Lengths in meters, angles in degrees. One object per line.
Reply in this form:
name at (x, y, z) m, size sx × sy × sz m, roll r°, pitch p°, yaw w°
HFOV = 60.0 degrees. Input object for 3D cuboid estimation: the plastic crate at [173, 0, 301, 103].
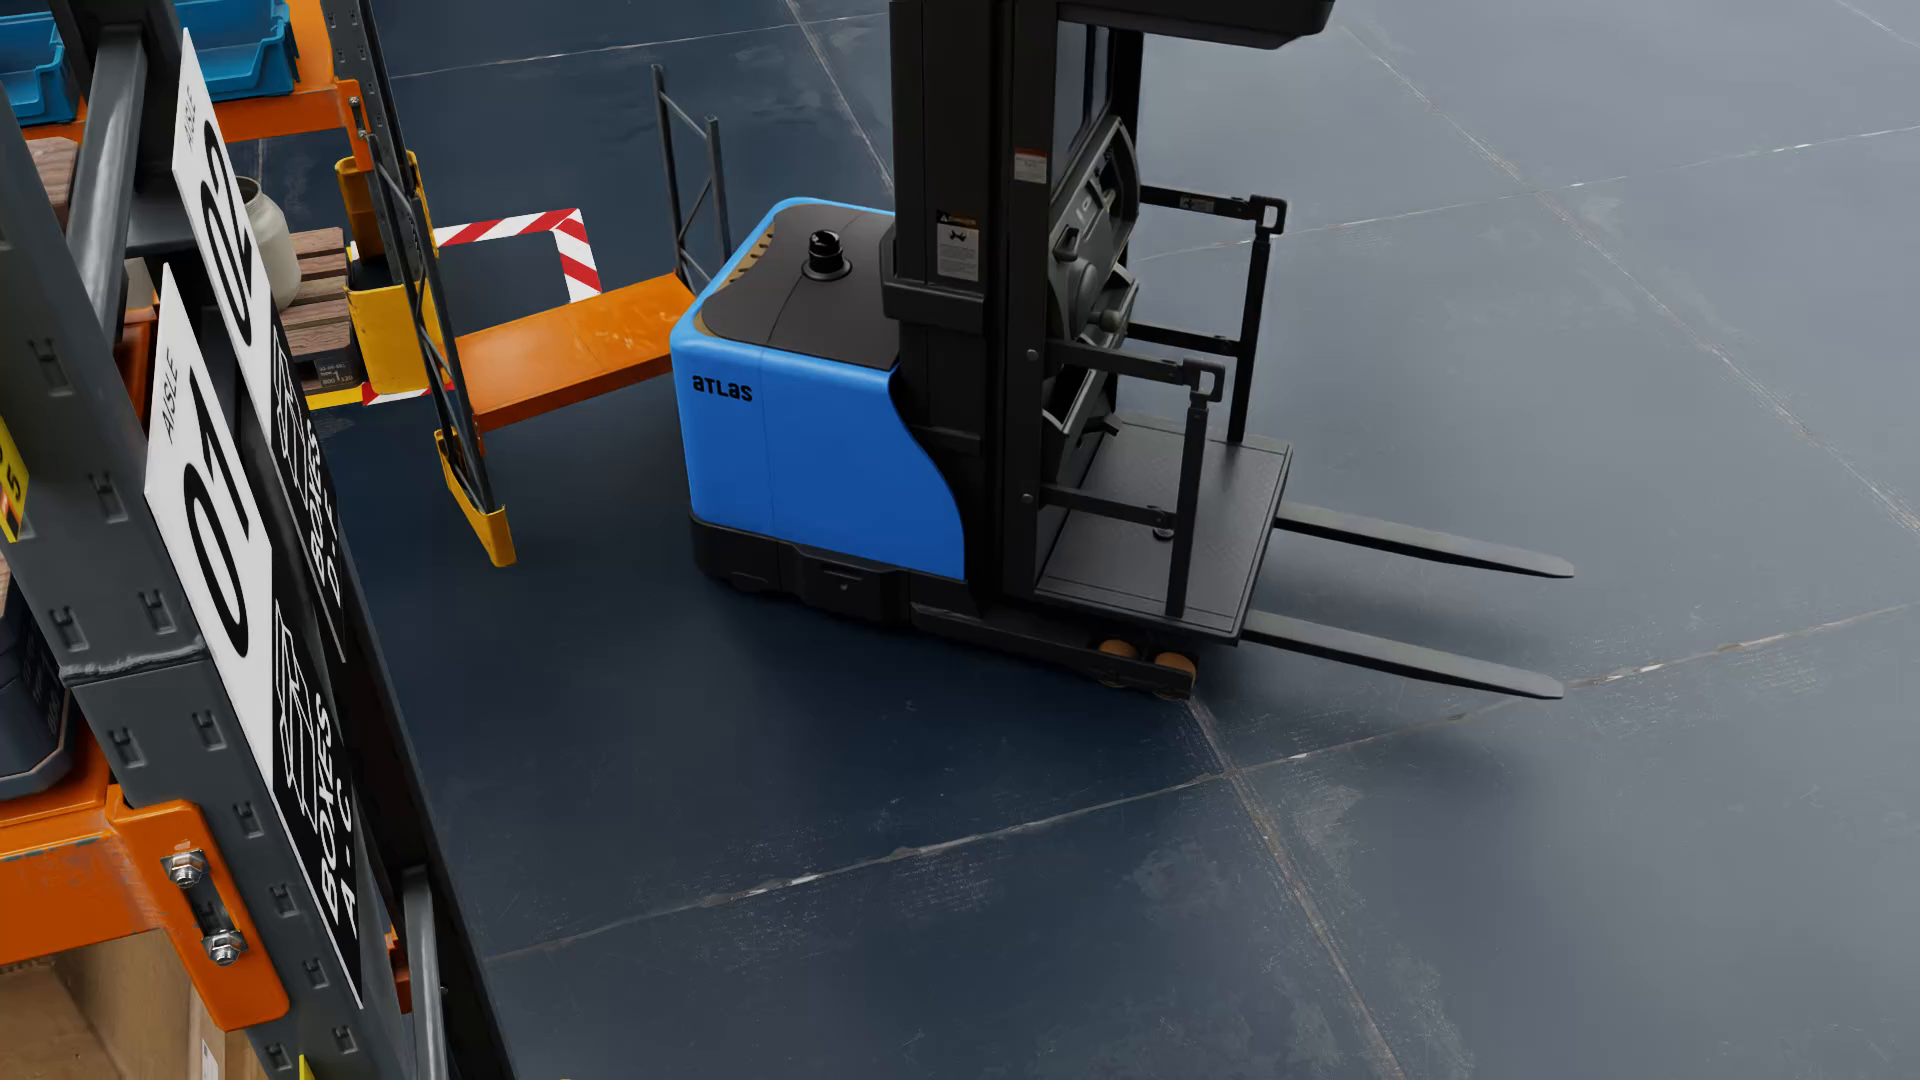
plastic crate at (-2.787, -1.826, 6.173) m, size 0.616 × 0.251 × 0.499 m, roll -12°, pitch 42°, yaw -13°

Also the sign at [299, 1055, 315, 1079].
sign at (-0.766, 0.758, 2.042) m, size 0.005 × 0.325 × 0.100 m, roll -12°, pitch 42°, yaw -13°

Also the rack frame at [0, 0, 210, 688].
rack frame at (-0.915, -1.319, 0.920) m, size 0.127 × 3.000 × 1.000 m, roll -12°, pitch 42°, yaw -13°

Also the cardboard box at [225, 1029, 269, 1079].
cardboard box at (-1.365, 0.987, 2.765) m, size 0.500 × 0.500 × 0.700 m, roll -12°, pitch 42°, yaw -13°

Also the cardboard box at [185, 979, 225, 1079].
cardboard box at (-1.223, 0.853, 2.424) m, size 0.250 × 0.149 × 0.380 m, roll -12°, pitch 43°, yaw -14°

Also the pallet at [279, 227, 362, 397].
pallet at (-3.235, -0.917, 7.139) m, size 1.213 × 0.211 × 1.003 m, roll -12°, pitch 42°, yaw -13°

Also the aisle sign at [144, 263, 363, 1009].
aisle sign at (-0.765, 0.133, 1.842) m, size 0.004 × 0.787 × 0.394 m, roll -12°, pitch 42°, yaw -13°

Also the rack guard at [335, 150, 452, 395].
rack guard at (-2.458, -1.183, 7.224) m, size 0.348 × 0.500 × 1.175 m, roll -12°, pitch 42°, yaw -13°

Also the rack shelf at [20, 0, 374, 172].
rack shelf at (-4.307, -1.503, 6.237) m, size 4.000 × 0.370 × 1.077 m, roll -12°, pitch 42°, yaw -13°

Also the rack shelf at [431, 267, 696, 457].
rack shelf at (-1.391, -0.676, 6.157) m, size 1.000 × 0.185 × 0.538 m, roll -22°, pitch 46°, yaw -23°

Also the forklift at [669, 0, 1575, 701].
forklift at (0.607, -0.955, 5.115) m, size 3.031 × 2.935 × 1.130 m, roll 12°, pitch 43°, yaw 14°

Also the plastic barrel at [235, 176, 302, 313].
plastic barrel at (-3.005, -1.212, 6.929) m, size 0.421 × 0.512 × 0.421 m, roll 0°, pitch 41°, yaw 0°

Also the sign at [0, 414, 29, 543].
sign at (-0.766, -0.150, 1.249) m, size 0.005 × 0.325 × 0.100 m, roll -12°, pitch 42°, yaw -13°

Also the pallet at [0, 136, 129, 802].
pallet at (-1.598, -0.033, 1.795) m, size 1.213 × 0.211 × 1.003 m, roll -12°, pitch 42°, yaw -13°

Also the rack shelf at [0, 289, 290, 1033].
rack shelf at (-2.823, 0.477, 1.691) m, size 4.000 × 0.370 × 1.077 m, roll -12°, pitch 42°, yaw -13°

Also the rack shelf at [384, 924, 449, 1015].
rack shelf at (-2.823, 1.606, 2.678) m, size 4.000 × 0.370 × 1.077 m, roll -12°, pitch 42°, yaw -13°

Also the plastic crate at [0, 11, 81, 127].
plastic crate at (-3.408, -1.701, 6.031) m, size 0.408 × 0.251 × 0.499 m, roll -12°, pitch 42°, yaw -13°

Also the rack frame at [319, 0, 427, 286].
rack frame at (-2.400, -2.169, 6.453) m, size 0.127 × 3.000 × 1.000 m, roll -12°, pitch 42°, yaw -13°

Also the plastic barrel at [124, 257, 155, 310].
plastic barrel at (-3.483, -1.113, 6.816) m, size 0.421 × 0.512 × 0.421 m, roll 0°, pitch 41°, yaw 0°

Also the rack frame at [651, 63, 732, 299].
rack frame at (-0.956, -0.984, 6.237) m, size 0.032 × 1.500 × 0.500 m, roll -22°, pitch 46°, yaw -23°

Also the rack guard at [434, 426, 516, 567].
rack guard at (-1.824, -0.167, 6.251) m, size 0.087 × 0.250 × 0.587 m, roll -22°, pitch 46°, yaw -23°

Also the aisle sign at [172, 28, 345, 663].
aisle sign at (-0.945, -0.244, 2.273) m, size 0.004 × 0.787 × 0.394 m, roll -12°, pitch 42°, yaw -13°

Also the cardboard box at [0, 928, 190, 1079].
cardboard box at (-1.415, 0.509, 2.326) m, size 0.500 × 0.500 × 0.700 m, roll -12°, pitch 42°, yaw -13°

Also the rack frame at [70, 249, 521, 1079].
rack frame at (-0.915, 0.940, 2.894) m, size 0.127 × 3.000 × 1.000 m, roll -12°, pitch 42°, yaw -13°

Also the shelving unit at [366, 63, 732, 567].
shelving unit at (-1.398, -0.808, 6.035) m, size 1.083 × 1.500 × 0.587 m, roll -22°, pitch 46°, yaw -23°

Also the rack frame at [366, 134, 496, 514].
rack frame at (-1.825, -0.638, 5.840) m, size 0.032 × 1.500 × 0.500 m, roll -22°, pitch 46°, yaw -23°
